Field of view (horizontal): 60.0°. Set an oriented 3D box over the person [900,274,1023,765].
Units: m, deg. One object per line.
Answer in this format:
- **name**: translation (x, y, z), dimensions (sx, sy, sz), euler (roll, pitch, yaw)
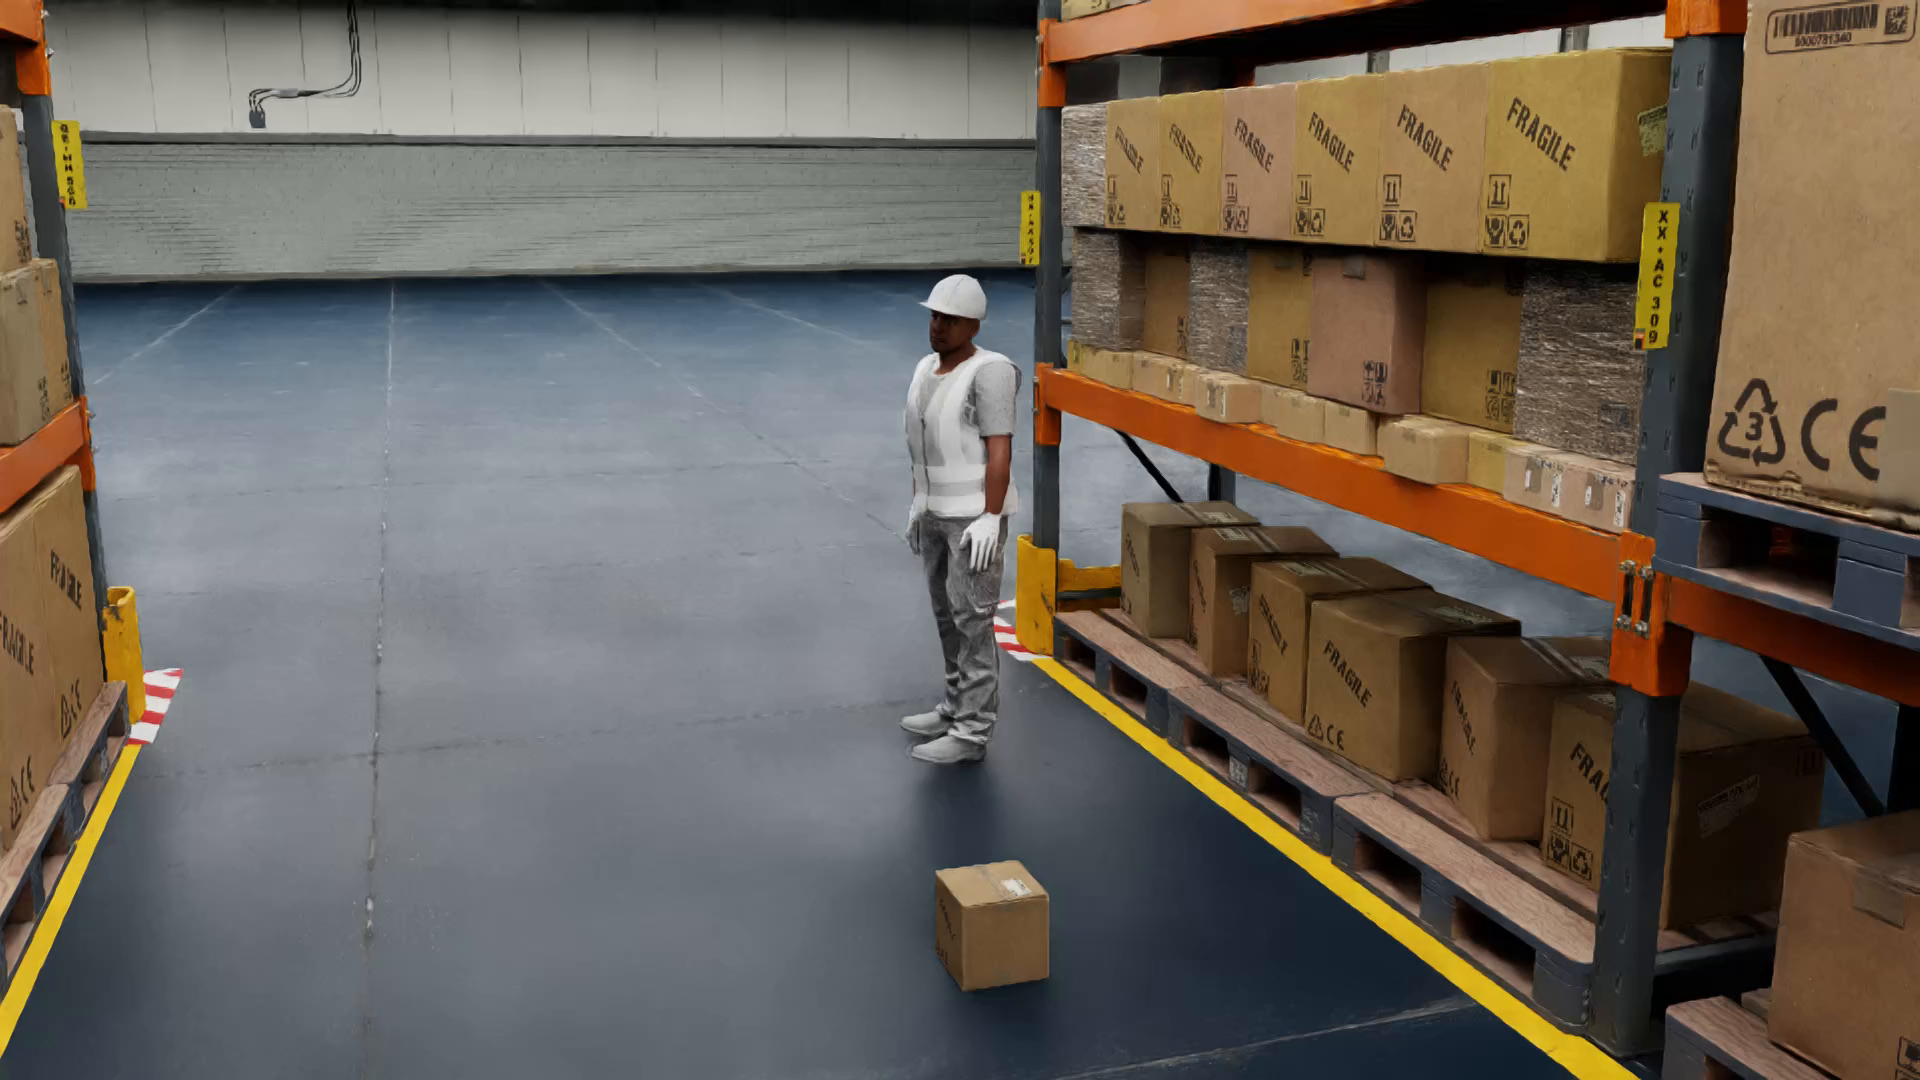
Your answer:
- **person**: translation (-0.047, -0.074, 6.135), dimensions (0.478, 1.780, 0.620), euler (-7, 14, -31)
